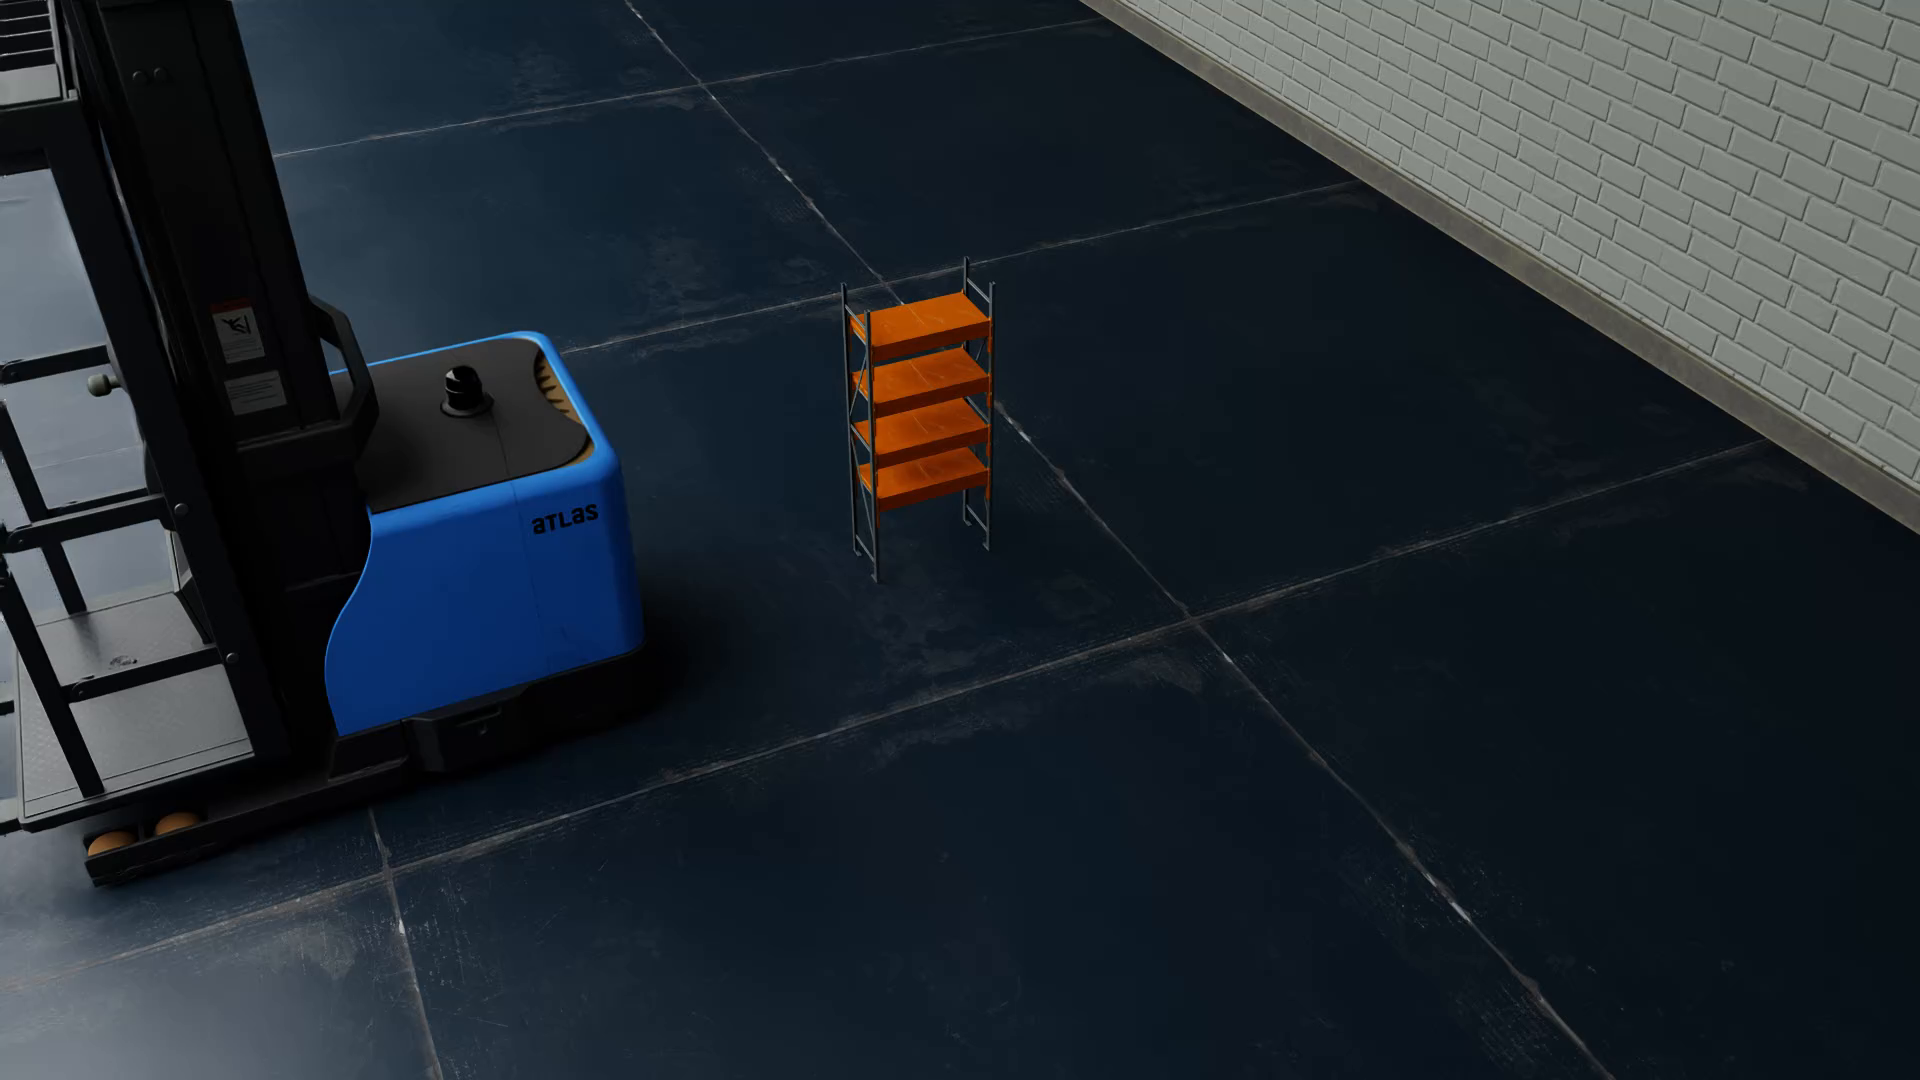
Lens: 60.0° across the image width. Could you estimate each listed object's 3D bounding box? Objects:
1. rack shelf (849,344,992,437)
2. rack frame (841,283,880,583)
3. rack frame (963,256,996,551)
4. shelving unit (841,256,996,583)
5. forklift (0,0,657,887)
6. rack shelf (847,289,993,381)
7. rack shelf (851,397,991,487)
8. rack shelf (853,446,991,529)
[{"bbox_3d":[-0.150,-0.566,6.243,0.480,0.148,0.258,-16,39,-20],"label":"rack shelf"},{"bbox_3d":[-0.371,-0.378,6.253,0.015,1.200,0.240,-16,39,-20],"label":"rack frame"},{"bbox_3d":[0.071,-0.502,6.419,0.015,1.200,0.240,-16,39,-20],"label":"rack frame"},{"bbox_3d":[-0.150,-0.440,6.336,0.503,1.200,0.258,-16,39,-20],"label":"shelving unit"},{"bbox_3d":[-2.635,-0.447,4.893,3.031,2.935,1.130,-16,39,-20],"label":"forklift"},{"bbox_3d":[-0.150,-0.756,6.102,0.480,0.148,0.258,-16,39,-20],"label":"rack shelf"},{"bbox_3d":[-0.150,-0.386,6.376,0.480,0.148,0.258,-16,39,-20],"label":"rack shelf"},{"bbox_3d":[-0.150,-0.226,6.494,0.480,0.148,0.258,-16,39,-20],"label":"rack shelf"}]
